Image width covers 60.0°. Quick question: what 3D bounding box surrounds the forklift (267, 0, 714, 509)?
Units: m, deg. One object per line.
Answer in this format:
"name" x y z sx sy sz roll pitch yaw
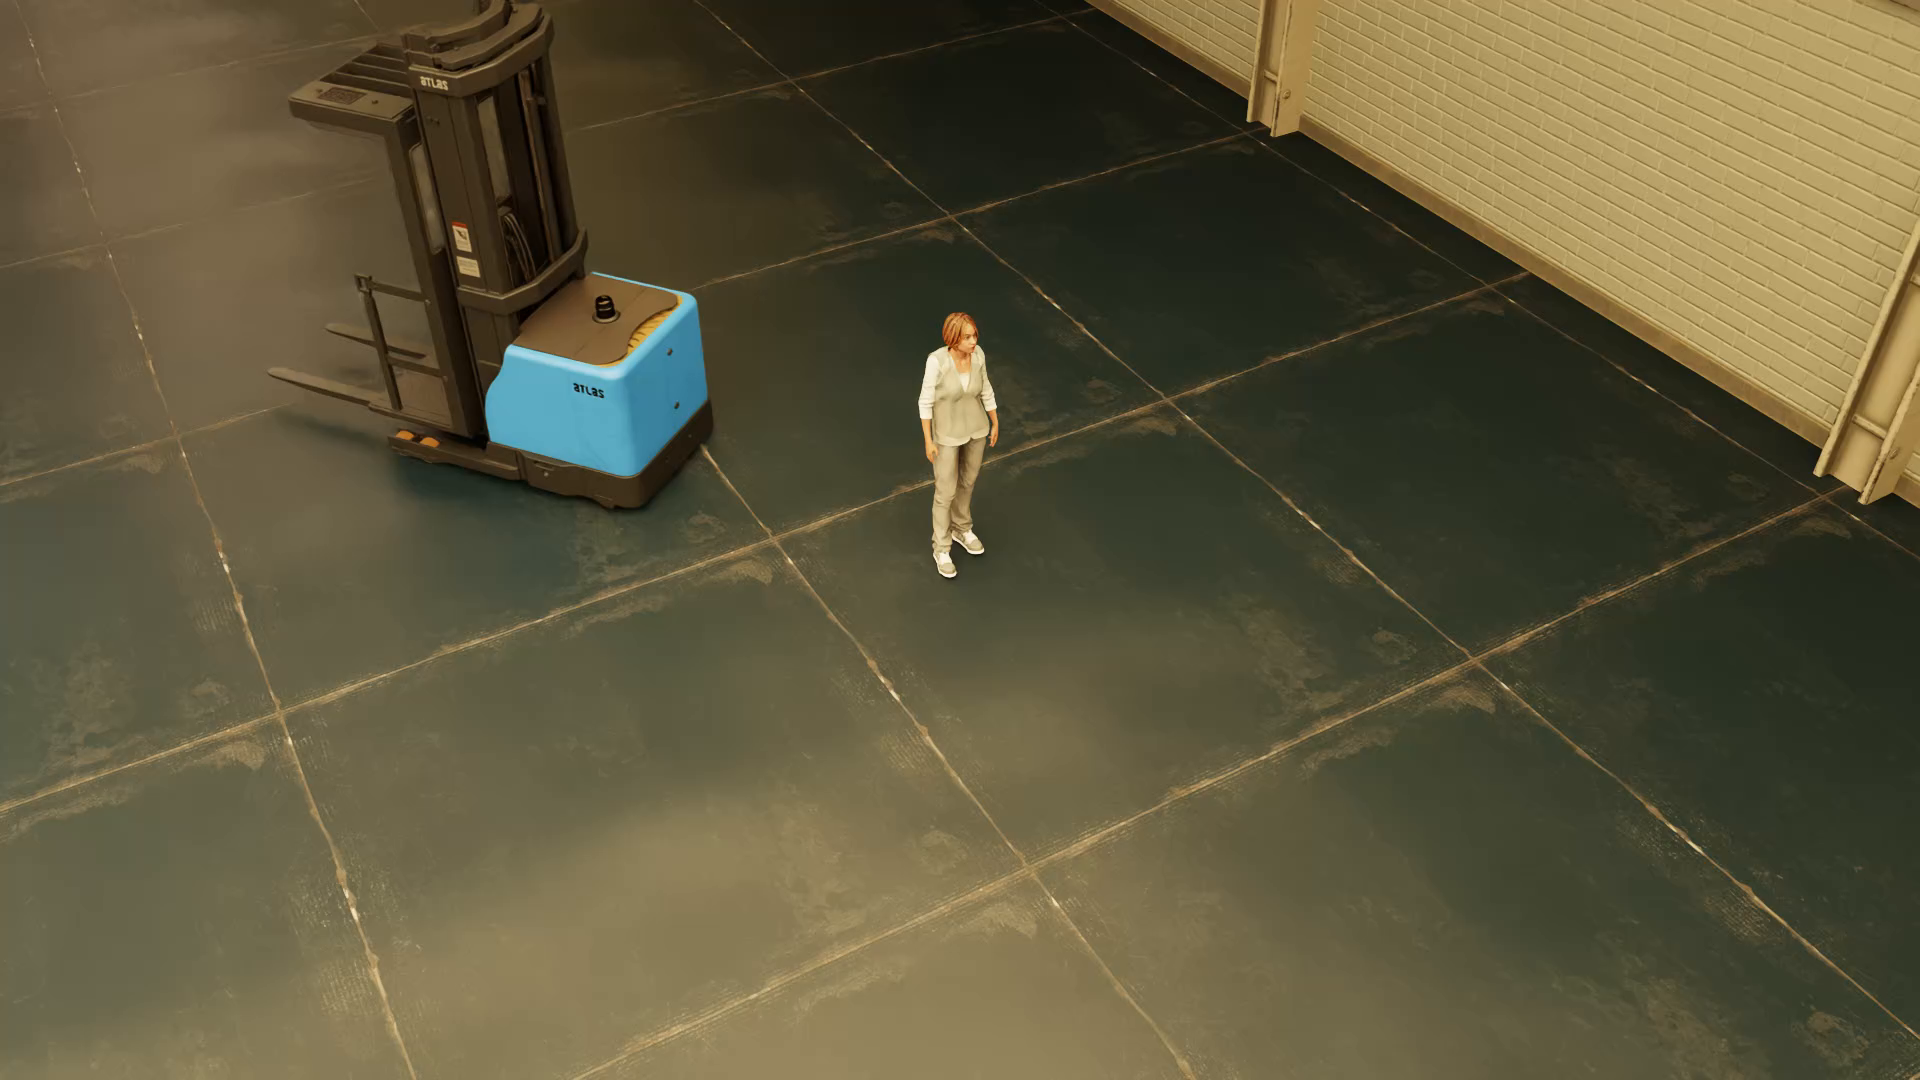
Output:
"forklift" -3.216 -1.931 10.365 3.031 2.935 1.130 15 42 17

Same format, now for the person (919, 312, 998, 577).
"person" 0.025 -0.575 9.763 0.520 1.597 0.475 -20 44 -23
